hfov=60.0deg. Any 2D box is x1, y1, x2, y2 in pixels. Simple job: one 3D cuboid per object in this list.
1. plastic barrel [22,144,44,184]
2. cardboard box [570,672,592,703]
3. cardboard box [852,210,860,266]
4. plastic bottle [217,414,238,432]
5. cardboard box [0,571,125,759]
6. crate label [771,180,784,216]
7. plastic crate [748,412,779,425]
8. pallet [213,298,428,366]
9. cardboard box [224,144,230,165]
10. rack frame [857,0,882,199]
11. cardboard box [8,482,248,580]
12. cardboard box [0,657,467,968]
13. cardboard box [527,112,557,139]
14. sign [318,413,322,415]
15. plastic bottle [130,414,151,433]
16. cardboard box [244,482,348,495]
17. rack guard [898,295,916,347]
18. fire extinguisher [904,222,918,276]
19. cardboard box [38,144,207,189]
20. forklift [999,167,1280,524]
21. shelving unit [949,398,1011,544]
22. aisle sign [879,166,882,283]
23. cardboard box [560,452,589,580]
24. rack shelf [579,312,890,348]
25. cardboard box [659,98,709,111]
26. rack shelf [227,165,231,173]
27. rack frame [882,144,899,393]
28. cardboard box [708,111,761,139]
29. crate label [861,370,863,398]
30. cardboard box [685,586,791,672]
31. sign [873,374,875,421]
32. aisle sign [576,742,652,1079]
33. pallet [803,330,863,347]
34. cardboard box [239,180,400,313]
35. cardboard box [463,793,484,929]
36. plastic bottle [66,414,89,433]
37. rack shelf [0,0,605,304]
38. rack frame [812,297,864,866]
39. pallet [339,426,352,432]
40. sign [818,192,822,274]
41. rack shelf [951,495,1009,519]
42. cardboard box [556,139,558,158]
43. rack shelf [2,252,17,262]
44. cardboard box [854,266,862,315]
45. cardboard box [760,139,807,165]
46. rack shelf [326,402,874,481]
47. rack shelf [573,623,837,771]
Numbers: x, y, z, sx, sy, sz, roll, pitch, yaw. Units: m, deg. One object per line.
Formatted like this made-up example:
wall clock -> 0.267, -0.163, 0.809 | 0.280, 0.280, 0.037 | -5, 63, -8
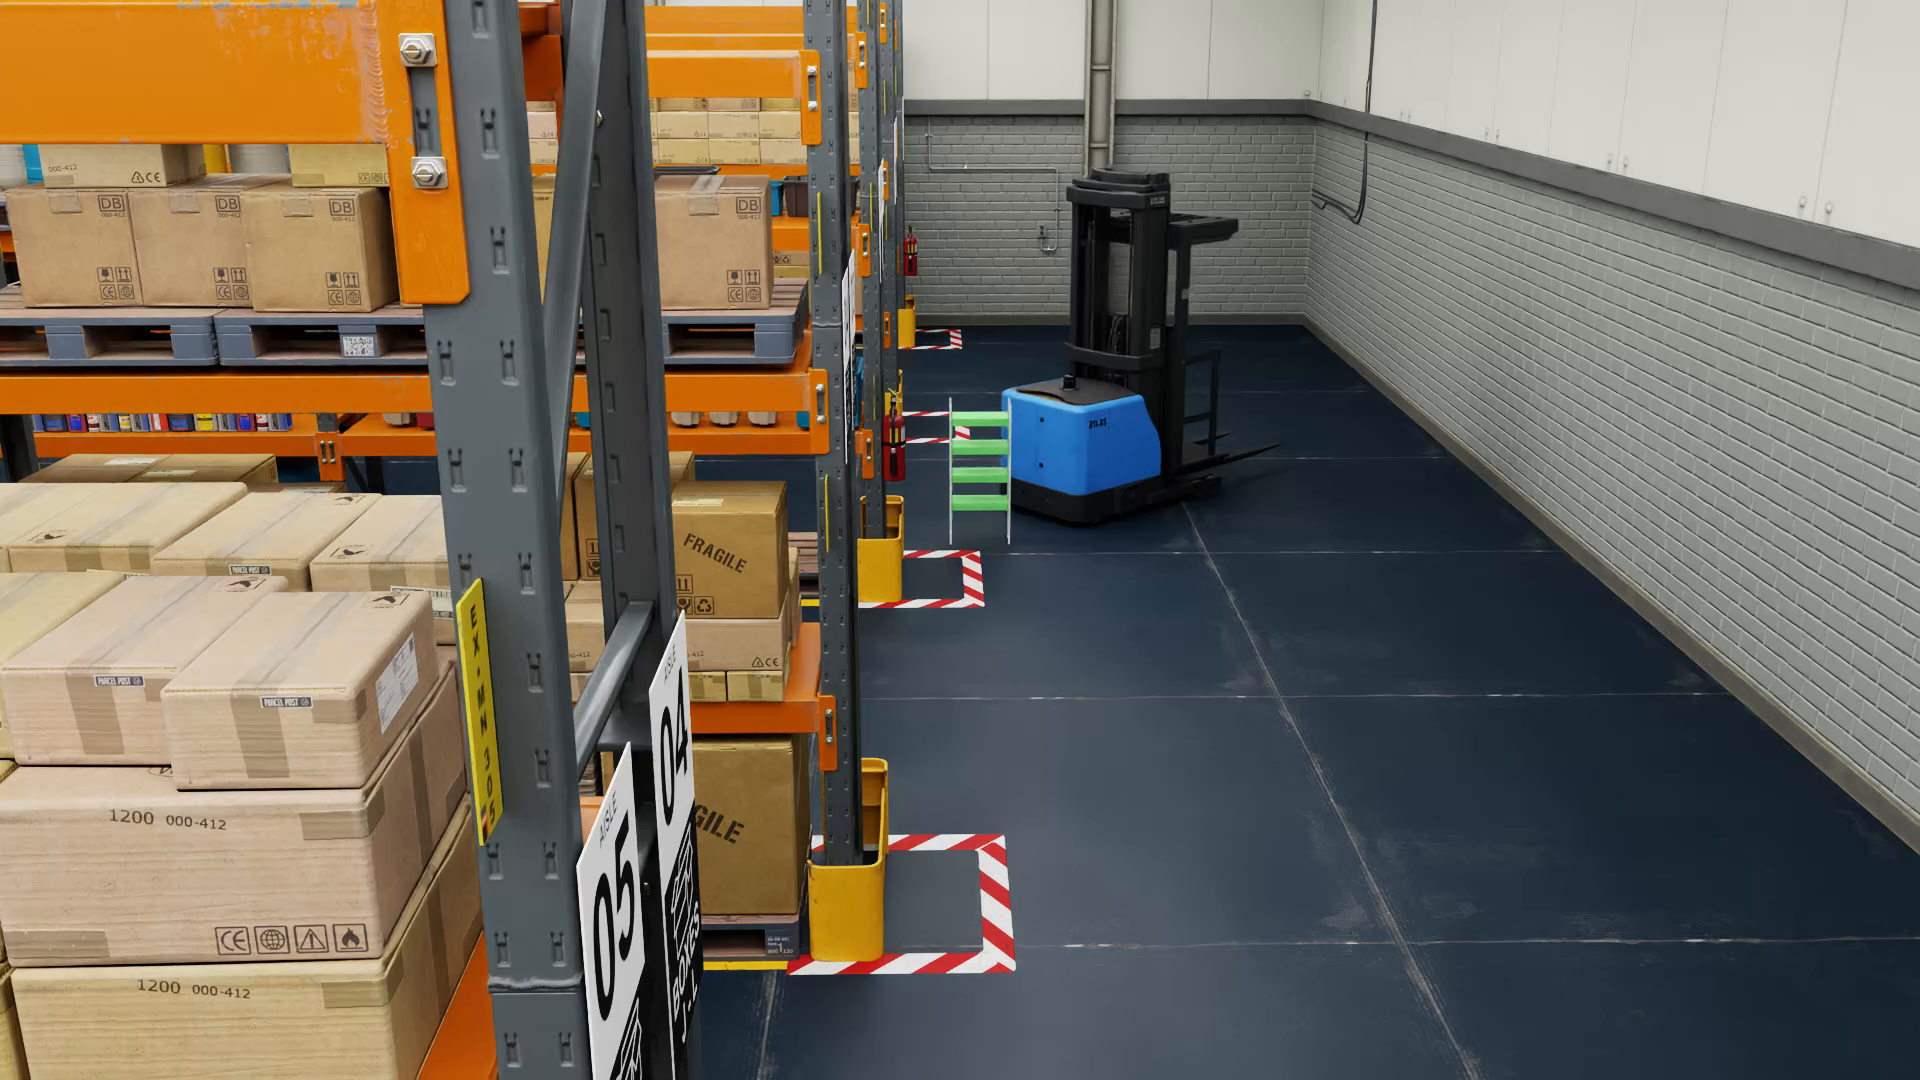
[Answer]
plastic barrel -> -6.352, -2.923, 11.829 | 0.708, 0.901, 0.600 | 0, 18, -1
cardboard box -> -1.683, 0.608, 7.652 | 0.250, 0.149, 0.380 | 0, 18, 0
cardboard box -> -1.164, -3.080, 16.938 | 0.500, 0.500, 0.500 | 0, 18, -1
plastic bottle -> -5.403, -0.949, 12.299 | 0.135, 0.276, 0.152 | 0, 18, -1
cardboard box -> -1.426, 0.178, 2.447 | 0.250, 0.149, 0.380 | -1, 18, -3
crate label -> -1.576, -2.582, 12.517 | 0.502, 0.251, 0.408 | 0, 18, -1
plastic crate -> -1.461, -0.974, 12.505 | 0.243, 0.136, 0.396 | 0, 18, -1
pallet -> -2.535, -0.990, 7.456 | 1.213, 0.211, 1.003 | 0, 18, -1
cardboard box -> -7.257, -4.097, 16.835 | 0.500, 0.500, 0.910 | 0, 18, -1
rack frame -> -0.649, -3.986, 11.742 | 0.127, 3.000, 1.000 | 0, 18, -1
cardboard box -> -1.448, 0.020, 2.937 | 0.250, 0.149, 0.380 | 0, 18, -1
cardboard box -> -1.050, 0.383, 2.459 | 0.500, 0.250, 0.500 | -1, 18, -3
cardboard box -> -4.233, -4.145, 16.574 | 0.500, 0.250, 0.500 | 0, 18, -1
sign -> -4.641, -1.074, 12.033 | 0.005, 0.325, 0.100 | 0, 18, -1
plastic bottle -> -6.041, -0.946, 12.289 | 0.135, 0.276, 0.152 | 0, 18, -1
cardboard box -> -3.074, 0.047, 7.522 | 0.500, 0.500, 0.500 | -1, 18, -3
rack guard -> -0.781, -2.965, 22.473 | 0.348, 0.500, 1.175 | 0, 18, -1
fire extinguisher -> -0.647, -3.801, 21.723 | 0.183, 0.674, 0.296 | 0, 18, -1
cardboard box -> -3.630, -1.681, 7.224 | 0.500, 0.250, 0.500 | -1, 18, -4
forklift -> 1.787, -1.892, 15.146 | 3.031, 2.935, 1.130 | -15, 23, -40
shelving unit -> 0.166, -0.572, 13.867 | 0.503, 1.200, 0.258 | 0, 18, -1
aisle sign -> -0.572, -2.279, 11.984 | 0.004, 0.787, 0.394 | 0, 18, -1
cardboard box -> -2.073, -0.118, 8.035 | 0.500, 0.500, 0.500 | -1, 18, -2
rack shelf -> -2.723, -2.290, 17.455 | 4.000, 0.370, 1.077 | 0, 18, -1
cardboard box -> -2.738, -4.602, 16.771 | 0.500, 0.500, 0.700 | 0, 18, -1
rack shelf -> -6.722, -3.699, 16.936 | 4.000, 0.370, 1.077 | 0, 18, -1
rack frame -> -0.723, -2.643, 17.375 | 0.127, 3.000, 1.000 | 0, 18, -1
cardboard box -> -2.233, -4.154, 16.601 | 0.500, 0.250, 0.500 | 0, 18, -1
crate label -> -0.901, -1.178, 12.985 | 0.303, 0.233, 0.416 | 0, 18, -1
cardboard box -> -1.051, 0.396, 7.661 | 0.500, 0.250, 0.500 | -1, 18, -2
sign -> -0.624, -1.040, 12.110 | 0.005, 0.325, 0.100 | 0, 18, -1
aisle sign -> -0.516, 0.752, 2.538 | 0.004, 0.787, 0.394 | 0, 18, -1
pallet -> -1.603, -2.800, 22.431 | 1.213, 0.211, 1.003 | 0, 18, -1
cardboard box -> -2.726, -1.304, 7.276 | 0.500, 0.500, 0.700 | 1, 18, 2
cardboard box -> -1.046, 0.465, 3.021 | 0.500, 0.250, 0.500 | 0, 18, 1
plastic bottle -> -6.504, -0.933, 12.237 | 0.133, 0.283, 0.061 | 0, 18, -1
rack shelf -> -2.593, -0.605, 2.383 | 4.000, 0.370, 1.077 | 0, 18, -1
rack frame -> -0.571, 0.383, 7.943 | 0.127, 3.000, 1.000 | 0, 18, -1
pallet -> -6.758, -1.273, 17.671 | 1.213, 0.211, 1.003 | 0, 18, -1
sign -> -0.576, -1.263, 6.845 | 0.005, 0.325, 0.100 | 0, 18, -1
rack shelf -> 0.166, -0.283, 13.960 | 0.480, 0.148, 0.258 | 0, 18, -1
cardboard box -> -3.733, -3.908, 16.655 | 0.500, 0.250, 0.500 | 0, 18, -1
rack shelf -> -10.804, -3.765, 22.051 | 4.000, 0.370, 1.077 | 0, 18, -1
cardboard box -> -1.167, -2.605, 17.094 | 0.500, 0.500, 0.500 | 0, 18, 1
cardboard box -> -1.733, -3.917, 16.684 | 0.500, 0.250, 0.500 | 0, 18, -1
rack shelf -> -2.649, -0.778, 12.739 | 4.000, 0.370, 1.077 | 0, 18, -1
rack shelf -> -2.570, 0.735, 8.023 | 4.000, 0.370, 1.077 | 0, 18, -1
